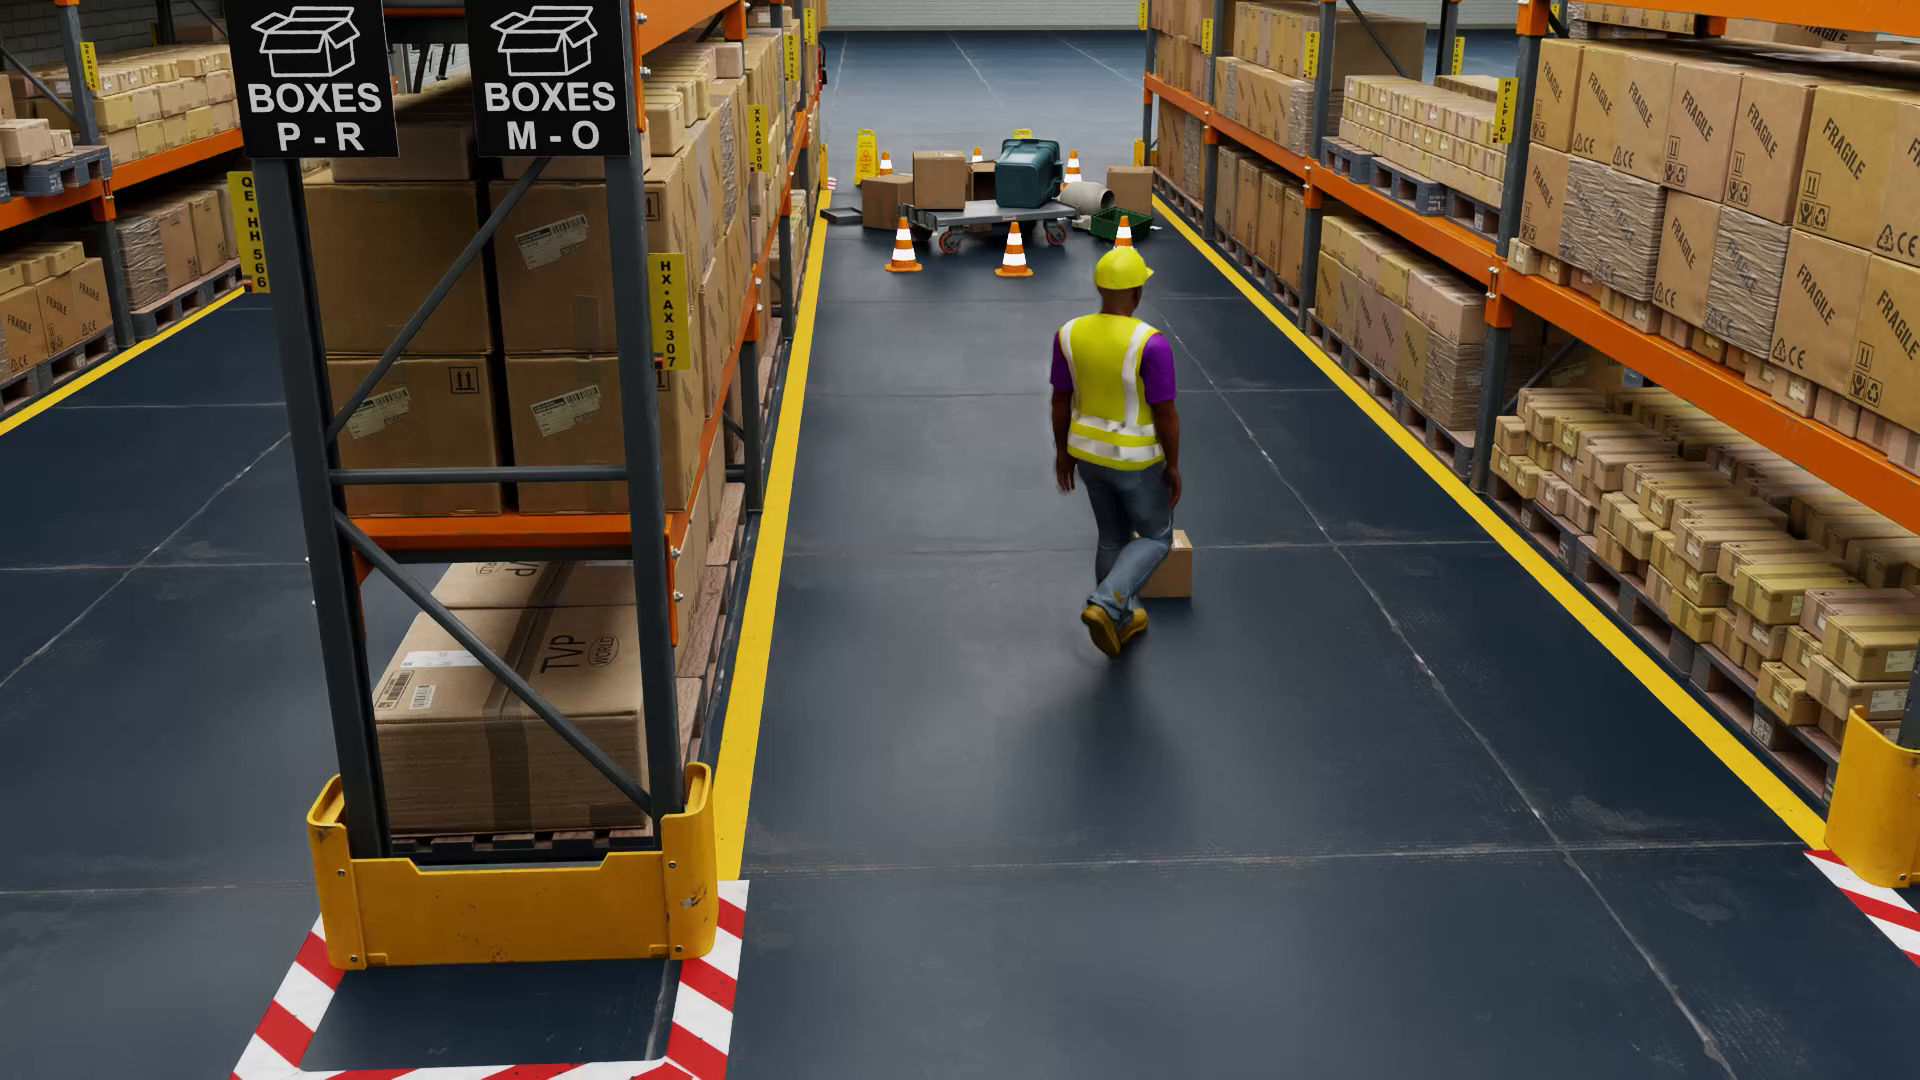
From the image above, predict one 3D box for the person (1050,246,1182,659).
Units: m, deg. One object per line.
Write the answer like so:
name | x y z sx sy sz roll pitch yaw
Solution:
person | 0.657 -0.348 6.950 0.597 1.753 0.672 15 25 36
